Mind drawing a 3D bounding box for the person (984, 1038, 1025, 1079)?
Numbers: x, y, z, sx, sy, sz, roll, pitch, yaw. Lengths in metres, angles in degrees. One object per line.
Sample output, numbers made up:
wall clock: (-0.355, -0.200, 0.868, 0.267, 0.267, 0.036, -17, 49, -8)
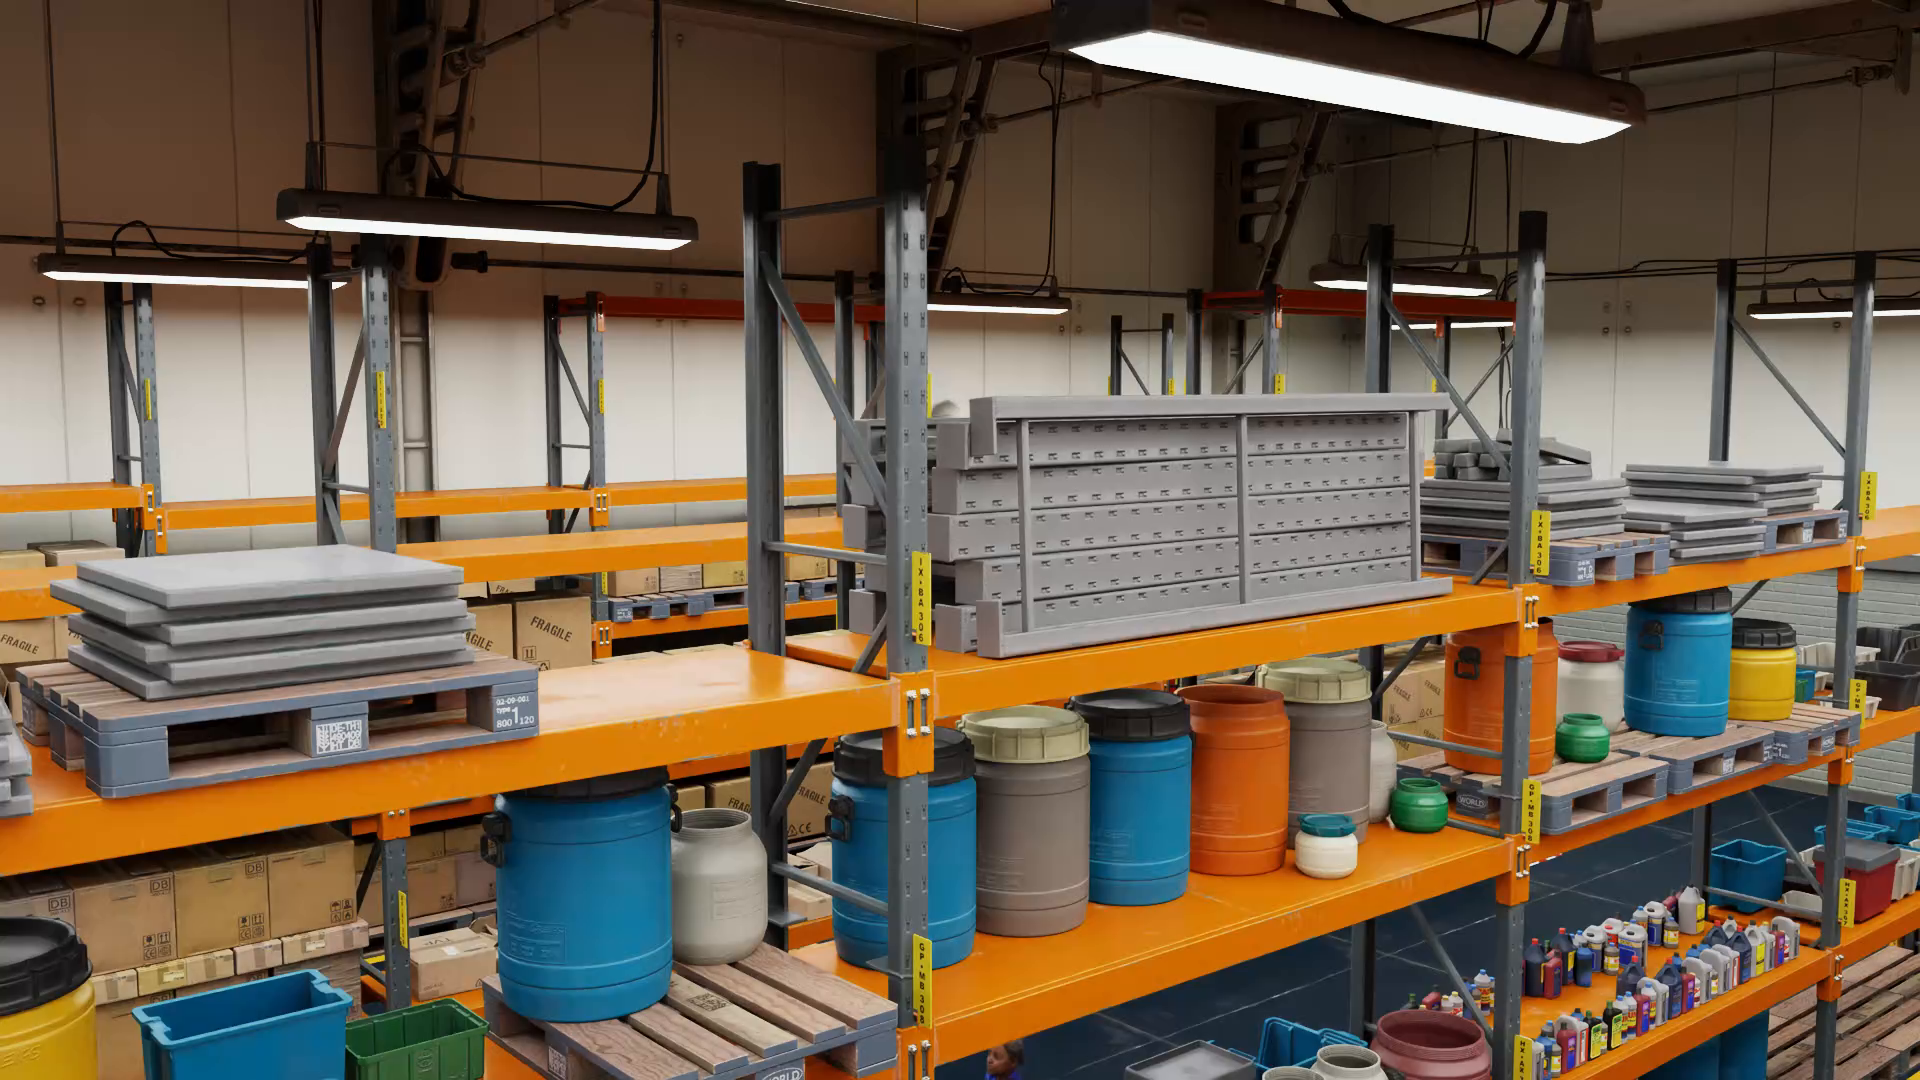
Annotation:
person: (0.173, 3.488, 9.030, 0.619, 1.654, 0.558, -5, 7, -40)
